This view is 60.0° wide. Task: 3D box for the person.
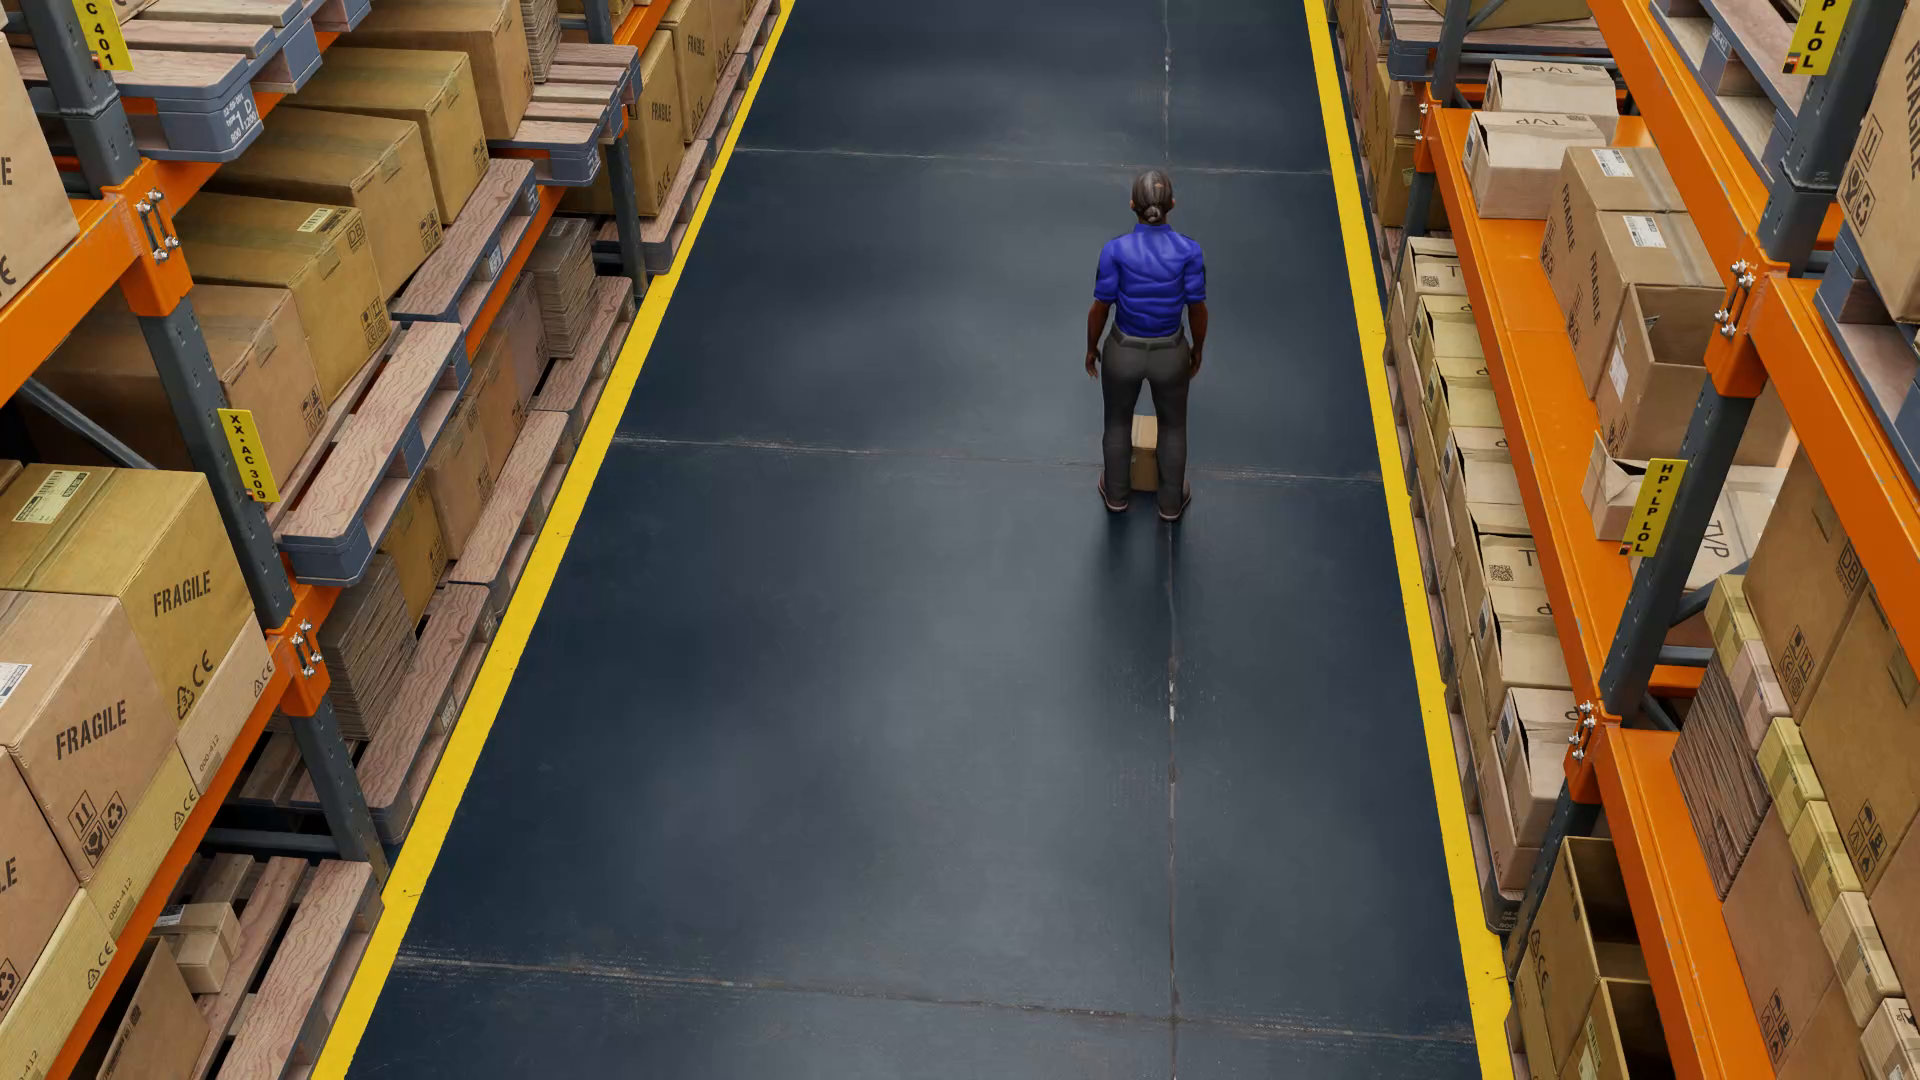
[{"bbox_3d":[0.801,-0.808,7.112,0.527,1.655,0.394,2,40,2],"label":"person"}]
